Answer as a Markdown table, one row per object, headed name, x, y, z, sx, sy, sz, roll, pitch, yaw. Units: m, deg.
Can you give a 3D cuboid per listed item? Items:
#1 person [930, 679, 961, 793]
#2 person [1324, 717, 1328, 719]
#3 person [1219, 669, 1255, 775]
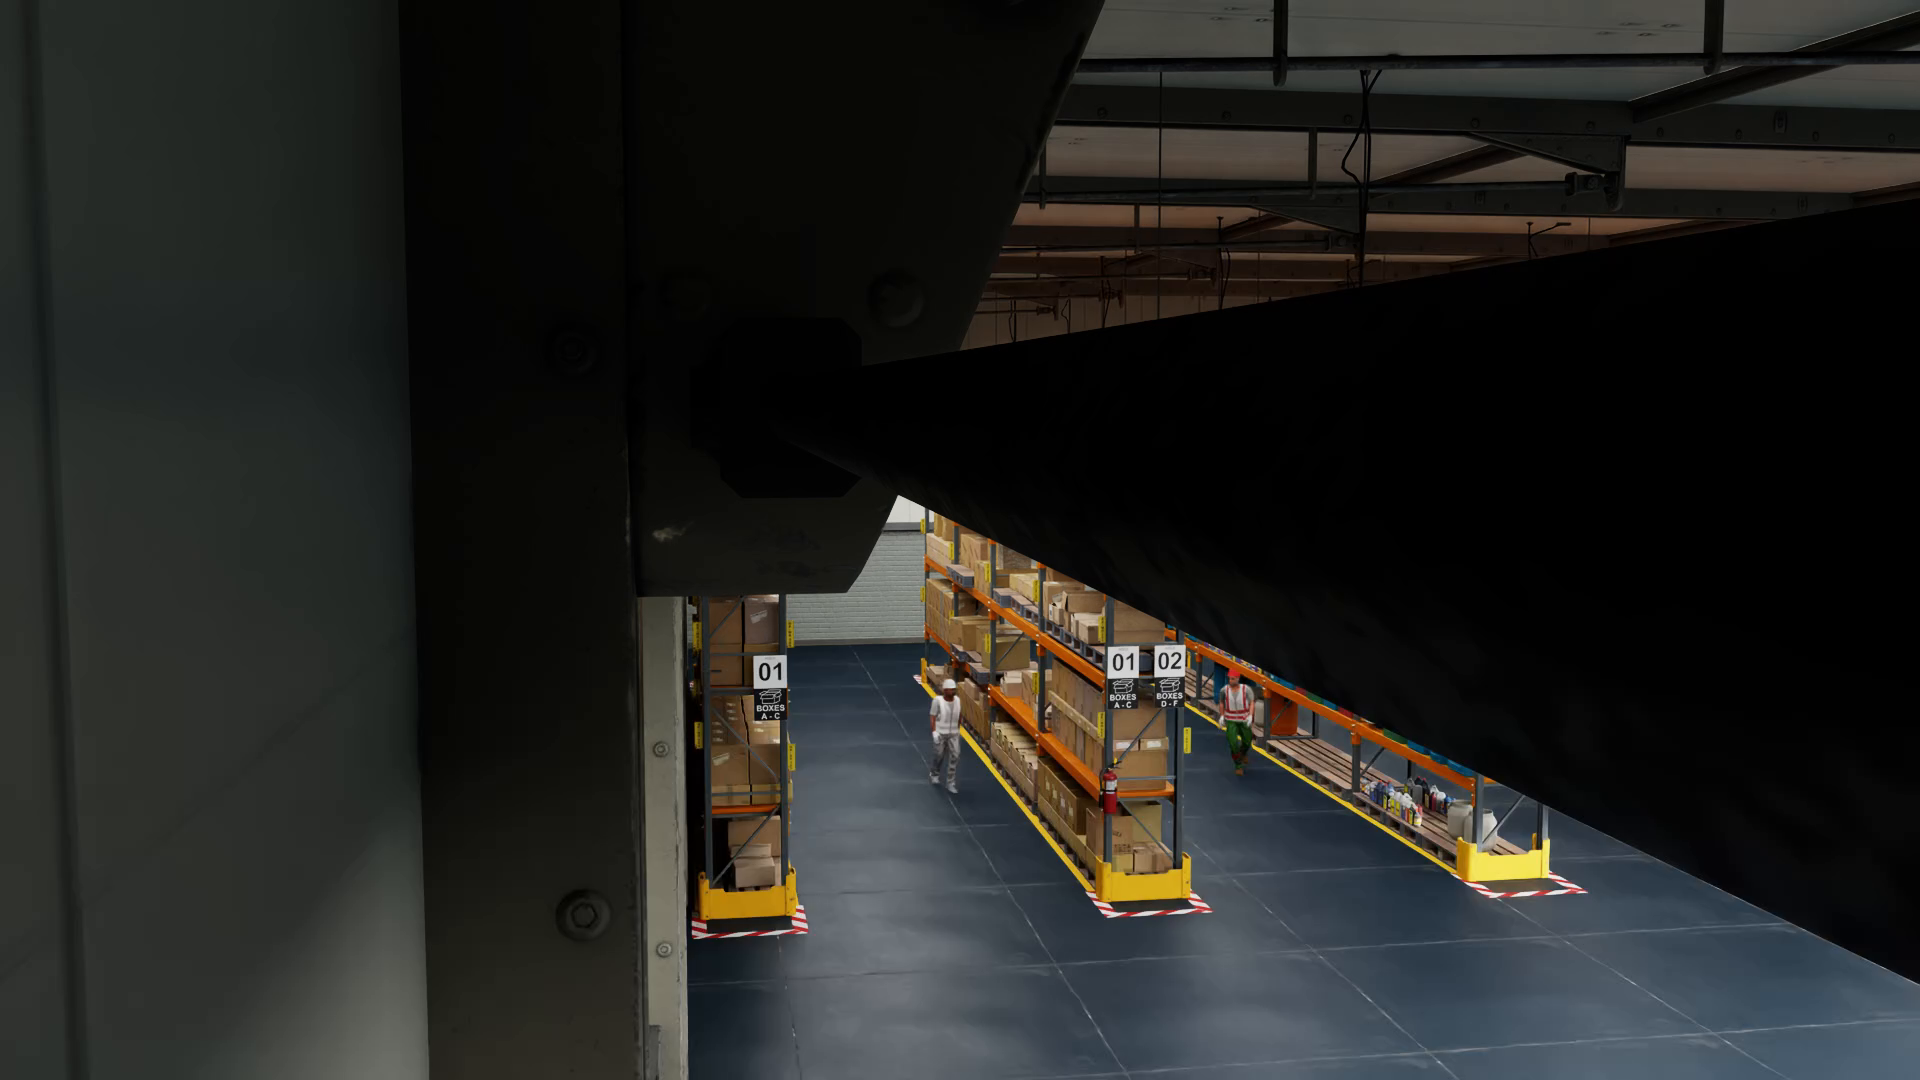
| name | x | y | z | sx | sy | sz | roll | pitch | yaw |
| --- | --- | --- | --- | --- | --- | --- | --- | --- | --- |
| person | -0.216 | 3.128 | 26.658 | 0.647 | 1.797 | 0.725 | -3 | 6 | -31 |
| person | 7.394 | 2.743 | 32.254 | 0.459 | 1.611 | 0.595 | -1 | 5 | -15 |
| person | 4.633 | 3.014 | 27.814 | 0.583 | 1.755 | 0.647 | 1 | 5 | 9 |
